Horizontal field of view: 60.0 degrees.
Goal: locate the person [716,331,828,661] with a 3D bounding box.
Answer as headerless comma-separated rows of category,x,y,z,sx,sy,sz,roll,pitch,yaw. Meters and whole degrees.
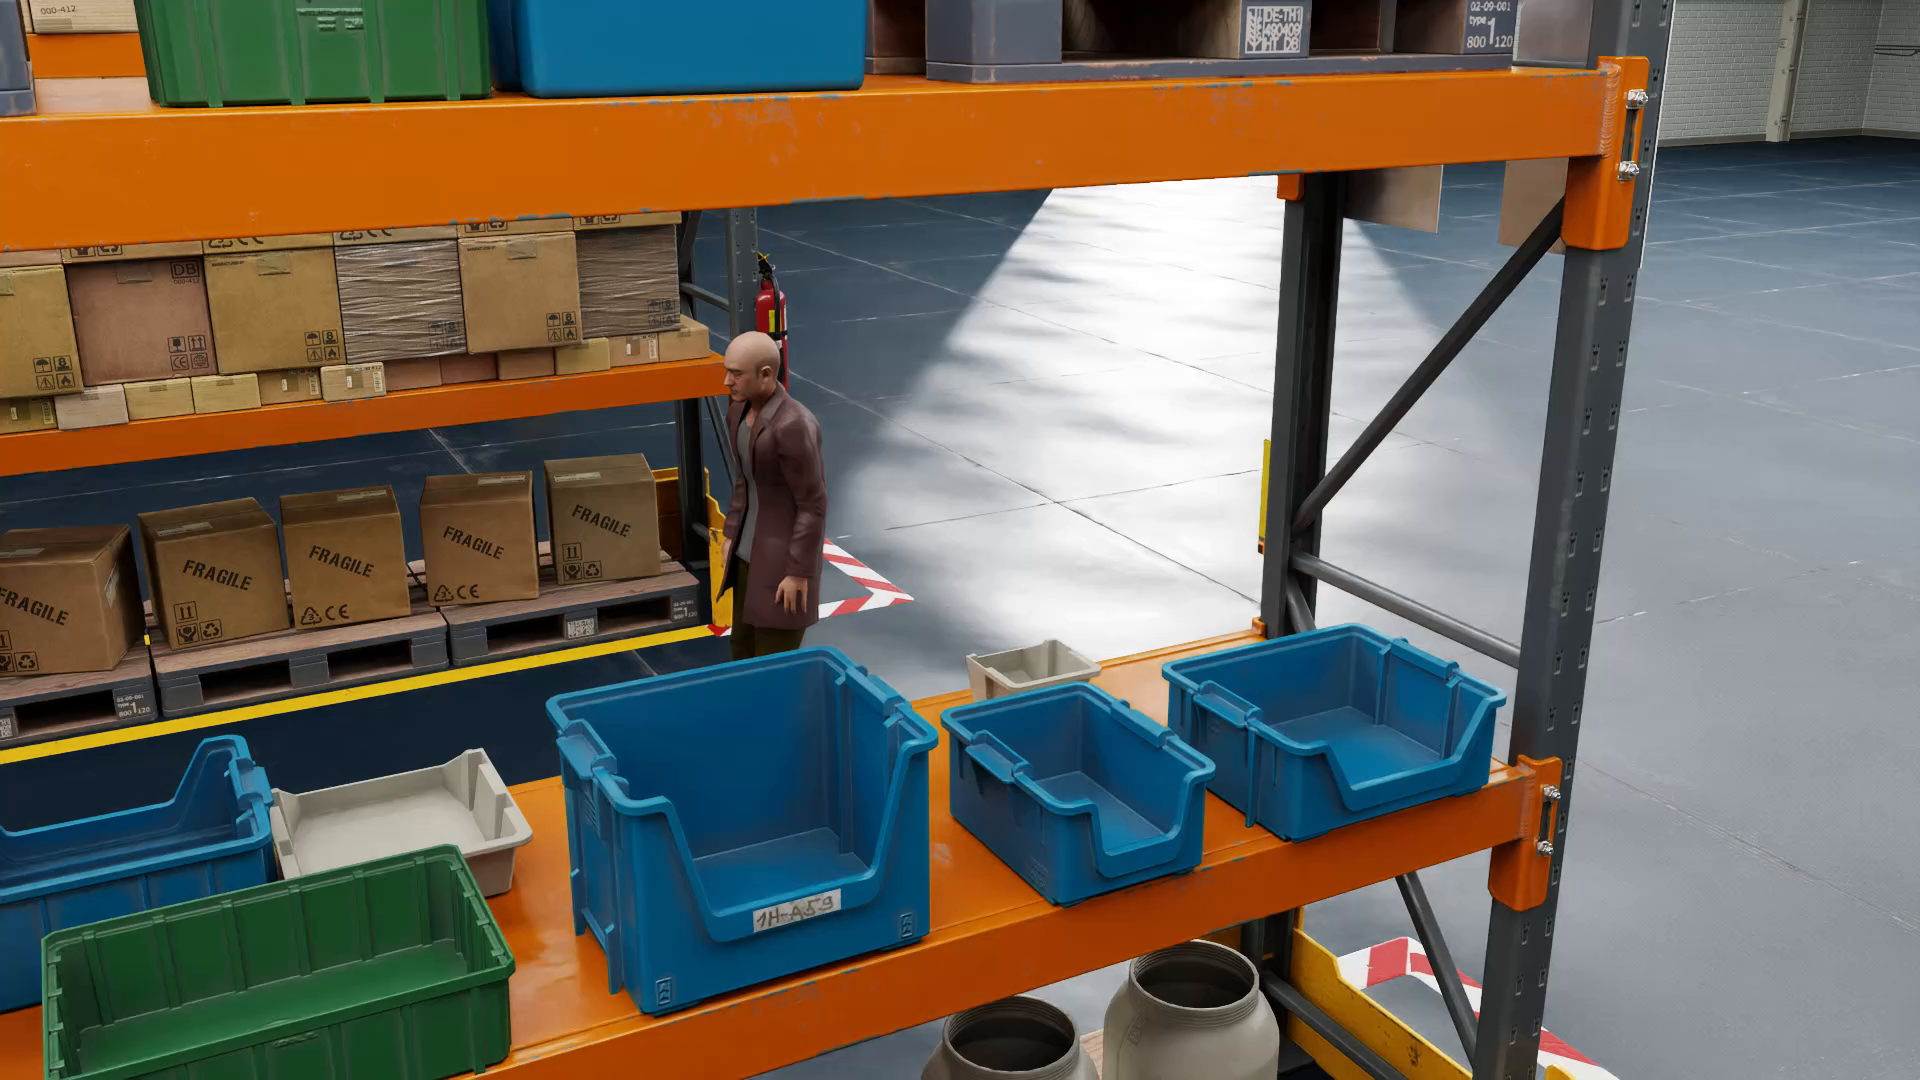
person,-0.731,0.130,6.387,0.429,1.649,0.647,-11,21,-30
